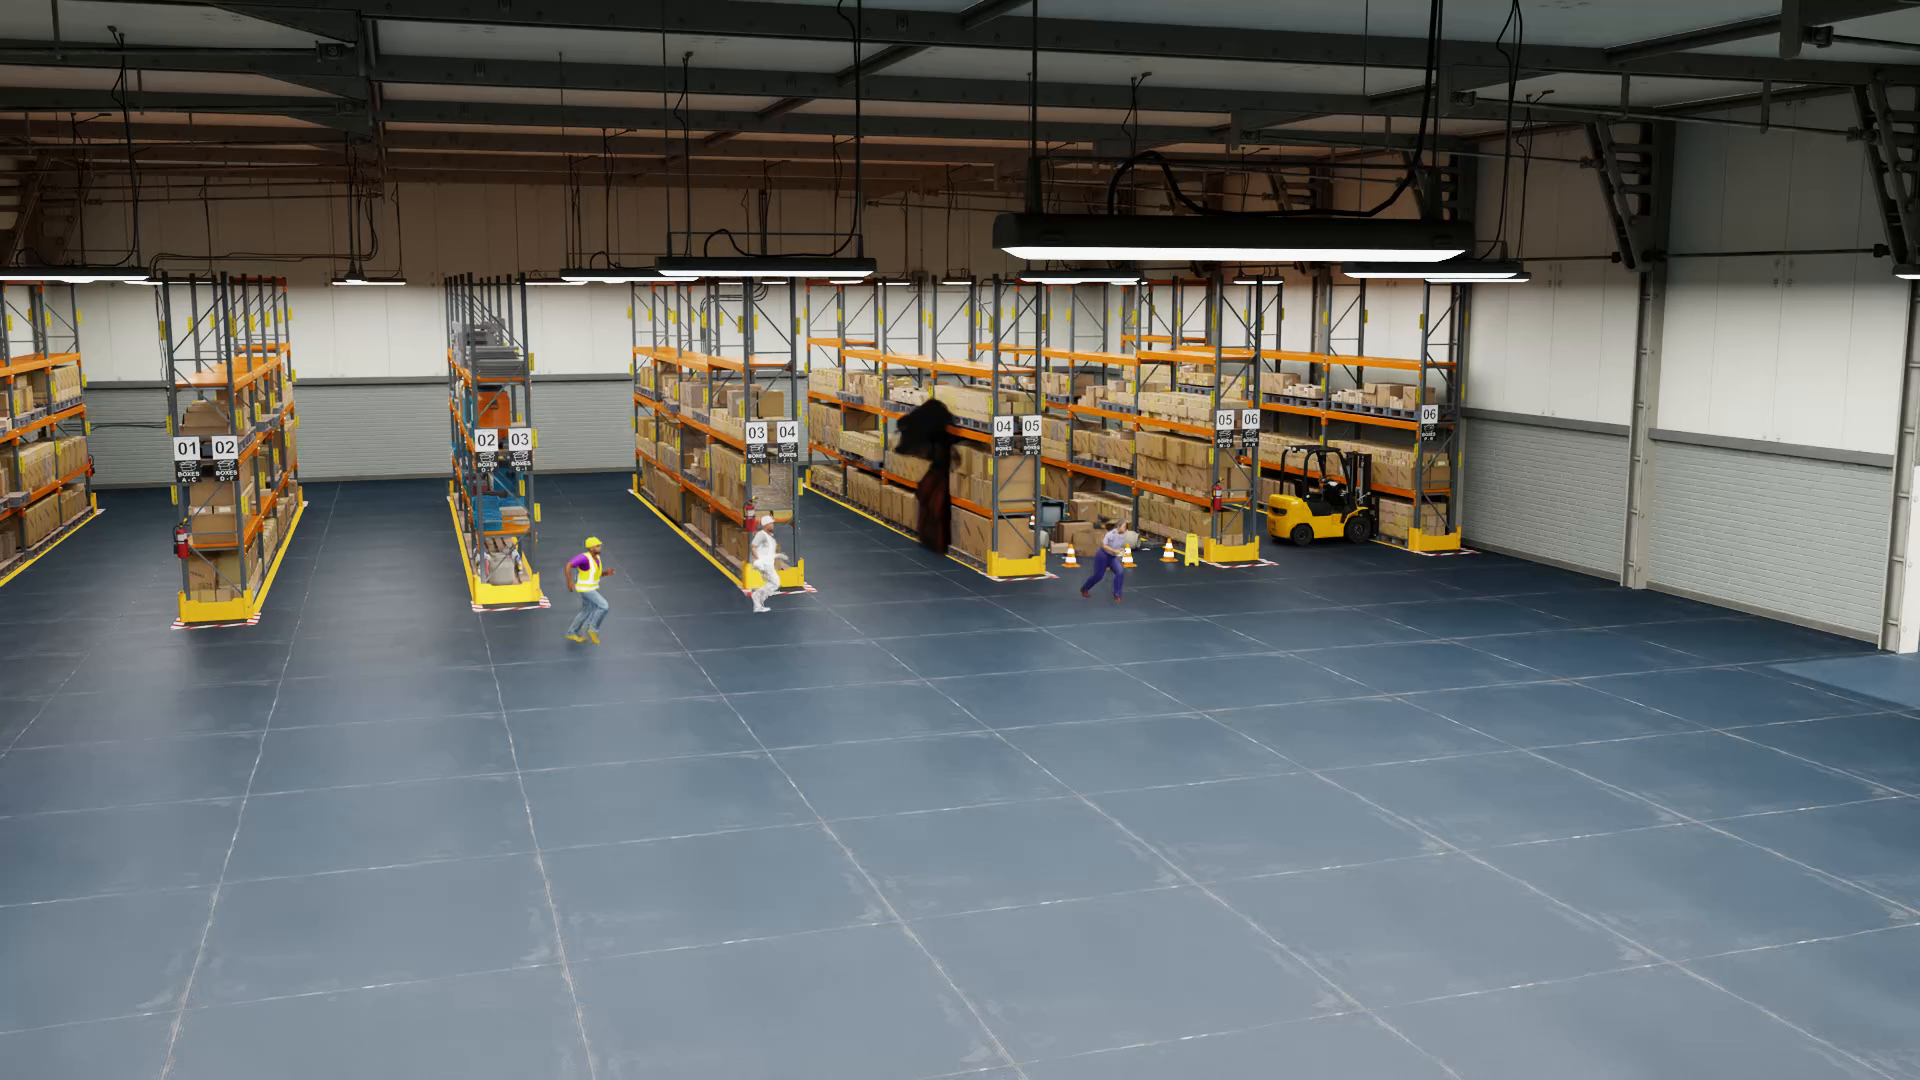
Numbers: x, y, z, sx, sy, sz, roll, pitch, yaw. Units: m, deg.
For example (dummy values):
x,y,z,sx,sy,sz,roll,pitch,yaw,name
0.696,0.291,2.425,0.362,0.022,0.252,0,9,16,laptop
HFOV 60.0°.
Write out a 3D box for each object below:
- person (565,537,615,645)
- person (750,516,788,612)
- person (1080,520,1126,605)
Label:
x,y,z,sx,sy,sz,roll,pitch,yaw,name
-5.980,0.827,26.806,0.810,1.752,0.734,1,9,9,person
-3.384,0.429,29.483,0.621,1.727,0.688,1,9,6,person
2.643,0.398,30.547,0.958,1.597,0.649,6,10,35,person
